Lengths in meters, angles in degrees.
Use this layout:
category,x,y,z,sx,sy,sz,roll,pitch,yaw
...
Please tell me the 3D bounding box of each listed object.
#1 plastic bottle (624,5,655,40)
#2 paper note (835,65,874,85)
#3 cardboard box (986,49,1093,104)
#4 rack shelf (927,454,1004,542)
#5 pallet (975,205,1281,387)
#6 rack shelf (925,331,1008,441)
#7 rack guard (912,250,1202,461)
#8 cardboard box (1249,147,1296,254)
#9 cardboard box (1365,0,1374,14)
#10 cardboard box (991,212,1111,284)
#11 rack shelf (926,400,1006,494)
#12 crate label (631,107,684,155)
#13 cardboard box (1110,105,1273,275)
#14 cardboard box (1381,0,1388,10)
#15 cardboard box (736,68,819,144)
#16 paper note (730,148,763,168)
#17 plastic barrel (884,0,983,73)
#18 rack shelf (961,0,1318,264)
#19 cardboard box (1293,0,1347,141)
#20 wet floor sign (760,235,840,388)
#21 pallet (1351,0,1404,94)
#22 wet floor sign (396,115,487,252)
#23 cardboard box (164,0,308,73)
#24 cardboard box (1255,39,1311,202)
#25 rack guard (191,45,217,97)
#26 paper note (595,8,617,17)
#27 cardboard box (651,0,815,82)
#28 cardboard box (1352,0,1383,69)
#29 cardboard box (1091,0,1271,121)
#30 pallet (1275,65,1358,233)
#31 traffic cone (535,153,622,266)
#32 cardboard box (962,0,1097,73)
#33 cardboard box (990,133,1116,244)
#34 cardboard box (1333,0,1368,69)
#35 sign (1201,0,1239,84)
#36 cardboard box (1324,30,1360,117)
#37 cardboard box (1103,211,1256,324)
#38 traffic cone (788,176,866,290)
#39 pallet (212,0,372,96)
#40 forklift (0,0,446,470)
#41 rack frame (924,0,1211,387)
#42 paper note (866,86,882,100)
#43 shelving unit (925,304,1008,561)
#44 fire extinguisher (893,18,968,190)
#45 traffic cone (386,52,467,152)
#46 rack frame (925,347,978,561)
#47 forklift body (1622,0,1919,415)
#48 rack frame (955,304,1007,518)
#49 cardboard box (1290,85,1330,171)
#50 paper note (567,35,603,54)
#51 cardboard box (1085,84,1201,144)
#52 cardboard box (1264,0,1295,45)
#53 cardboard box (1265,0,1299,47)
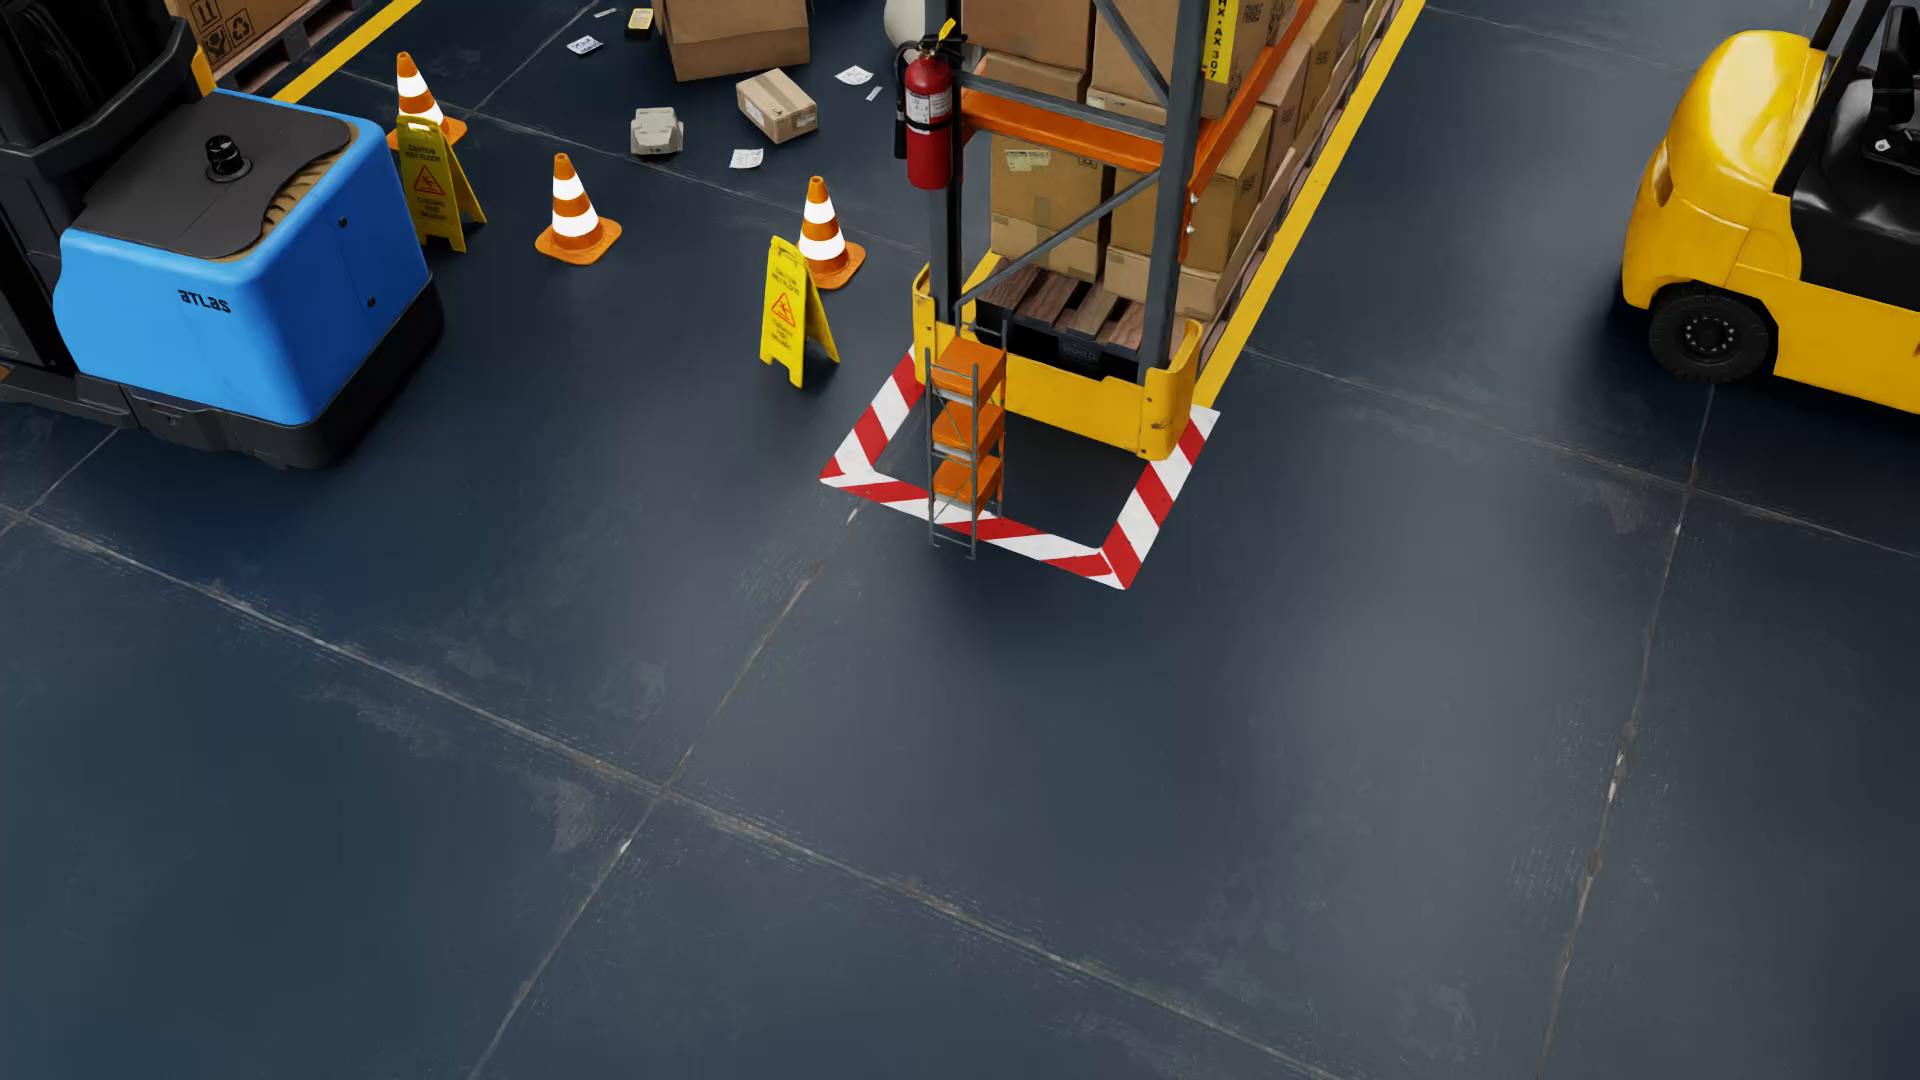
category,x,y,z,sx,sy,sz,roll,pitch,yaw
plastic bottle,-1.699,-2.782,8.892,0.133,0.061,0.283,4,50,3
paper note,-0.544,-2.404,8.599,0.142,0.019,0.148,-37,59,-27
cardboard box,0.320,-1.781,6.276,0.380,0.149,0.250,21,53,17
rack shelf,0.023,-0.190,6.416,0.215,0.259,0.240,20,52,16
pallet,0.765,-1.232,7.475,1.003,0.211,1.213,20,52,16
rack shelf,0.023,-0.554,5.988,0.215,0.259,0.240,20,52,16
rack guard,0.386,-0.778,6.899,1.175,0.500,0.348,20,52,16
cardboard box,1.173,-1.595,7.483,0.500,0.250,0.500,22,53,17
cardboard box,1.836,-2.933,8.128,0.500,0.500,0.500,21,53,17
cardboard box,0.466,-1.441,7.352,0.500,0.250,0.500,20,52,16
rack shelf,0.023,-0.370,6.205,0.215,0.259,0.240,20,52,16
crate label,-1.498,-2.012,8.188,0.250,0.136,0.298,-4,50,-3
cardboard box,0.957,-1.506,6.914,0.500,0.500,0.500,18,52,15
cardboard box,2.053,-3.041,8.712,0.500,0.250,0.500,22,53,18
cardboard box,-0.914,-2.171,8.315,0.250,0.149,0.380,-28,55,-22
paper note,-1.043,-1.872,8.138,0.148,0.019,0.142,4,50,3
plastic barrel,-0.133,-2.616,8.513,0.421,0.421,0.512,-19,52,-16
rack shelf,1.208,-2.680,7.348,1.077,0.370,4.000,20,52,16
cardboard box,1.399,-2.210,7.513,0.500,0.500,0.500,21,53,17
wet floor sign,-0.695,-0.990,6.984,0.232,0.644,0.267,-37,59,-27
pallet,1.807,-2.912,8.905,1.003,0.211,1.213,20,52,16
wet floor sign,-2.388,-1.650,7.545,0.267,0.644,0.232,12,51,10
cardboard box,-3.936,-3.013,8.278,0.875,0.875,0.875,20,53,16
cardboard box,1.177,-1.867,7.222,0.500,0.500,0.500,18,52,15
rack guard,-4.176,-2.250,8.151,1.175,0.500,0.348,20,52,16
paper note,-1.914,-2.849,8.982,0.123,0.001,0.032,-28,55,-22
cardboard box,-1.185,-2.760,8.583,0.797,0.503,0.637,-11,51,-9
cardboard box,1.834,-2.671,8.398,0.500,0.250,0.500,19,52,15
cardboard box,0.806,-1.900,5.952,0.500,0.500,0.500,19,52,16
pallet,1.287,-2.069,8.187,1.003,0.211,1.213,20,52,16
traffic cone,-1.778,-1.556,7.586,0.336,0.463,0.334,20,52,16
cardboard box,0.336,-2.128,6.145,0.500,0.500,0.500,19,52,15
cardboard box,0.460,-1.660,7.046,0.500,0.500,0.500,20,53,16
cardboard box,1.619,-2.581,7.829,0.500,0.500,0.500,22,53,18
sign,0.844,-1.640,5.422,0.100,0.325,0.005,20,52,16
cardboard box,1.613,-2.322,8.101,0.500,0.250,0.500,21,53,17
cardboard box,0.948,-1.246,7.186,0.500,0.250,0.500,19,52,16
traffic cone,-0.629,-1.429,7.478,0.336,0.463,0.334,20,52,16
pallet,-3.895,-2.749,8.766,1.003,0.211,1.213,20,52,16
forklift,-3.833,-1.906,6.262,3.031,2.935,1.130,14,51,12
rack frame,0.353,-1.536,5.902,1.000,3.000,0.127,20,52,16
paper note,-0.439,-2.284,8.502,0.032,0.001,0.123,20,52,16
shelving unit,0.023,-0.377,6.196,0.215,1.050,0.252,20,52,16
fire extinguisher,-0.112,-1.582,5.992,0.296,0.674,0.183,20,52,16
traffic cone,-2.655,-2.158,8.098,0.336,0.463,0.334,20,52,16
rack frame,-0.029,-0.293,6.125,0.200,1.050,0.008,20,52,16
forklift body,4.003,-1.548,6.470,2.313,2.155,1.214,20,52,16
rack frame,0.075,-0.461,6.268,0.200,1.050,0.008,20,52,16
cardboard box,1.394,-1.975,7.806,0.500,0.250,0.500,23,53,18
paper note,-1.978,-2.613,8.769,0.142,0.017,0.144,-37,59,-27
cardboard box,0.686,-1.621,6.140,0.380,0.149,0.250,20,52,16
cardboard box,1.025,-2.258,6.256,0.500,0.500,0.500,21,53,17
cardboard box,1.117,-2.115,6.561,0.380,0.149,0.250,21,53,17
